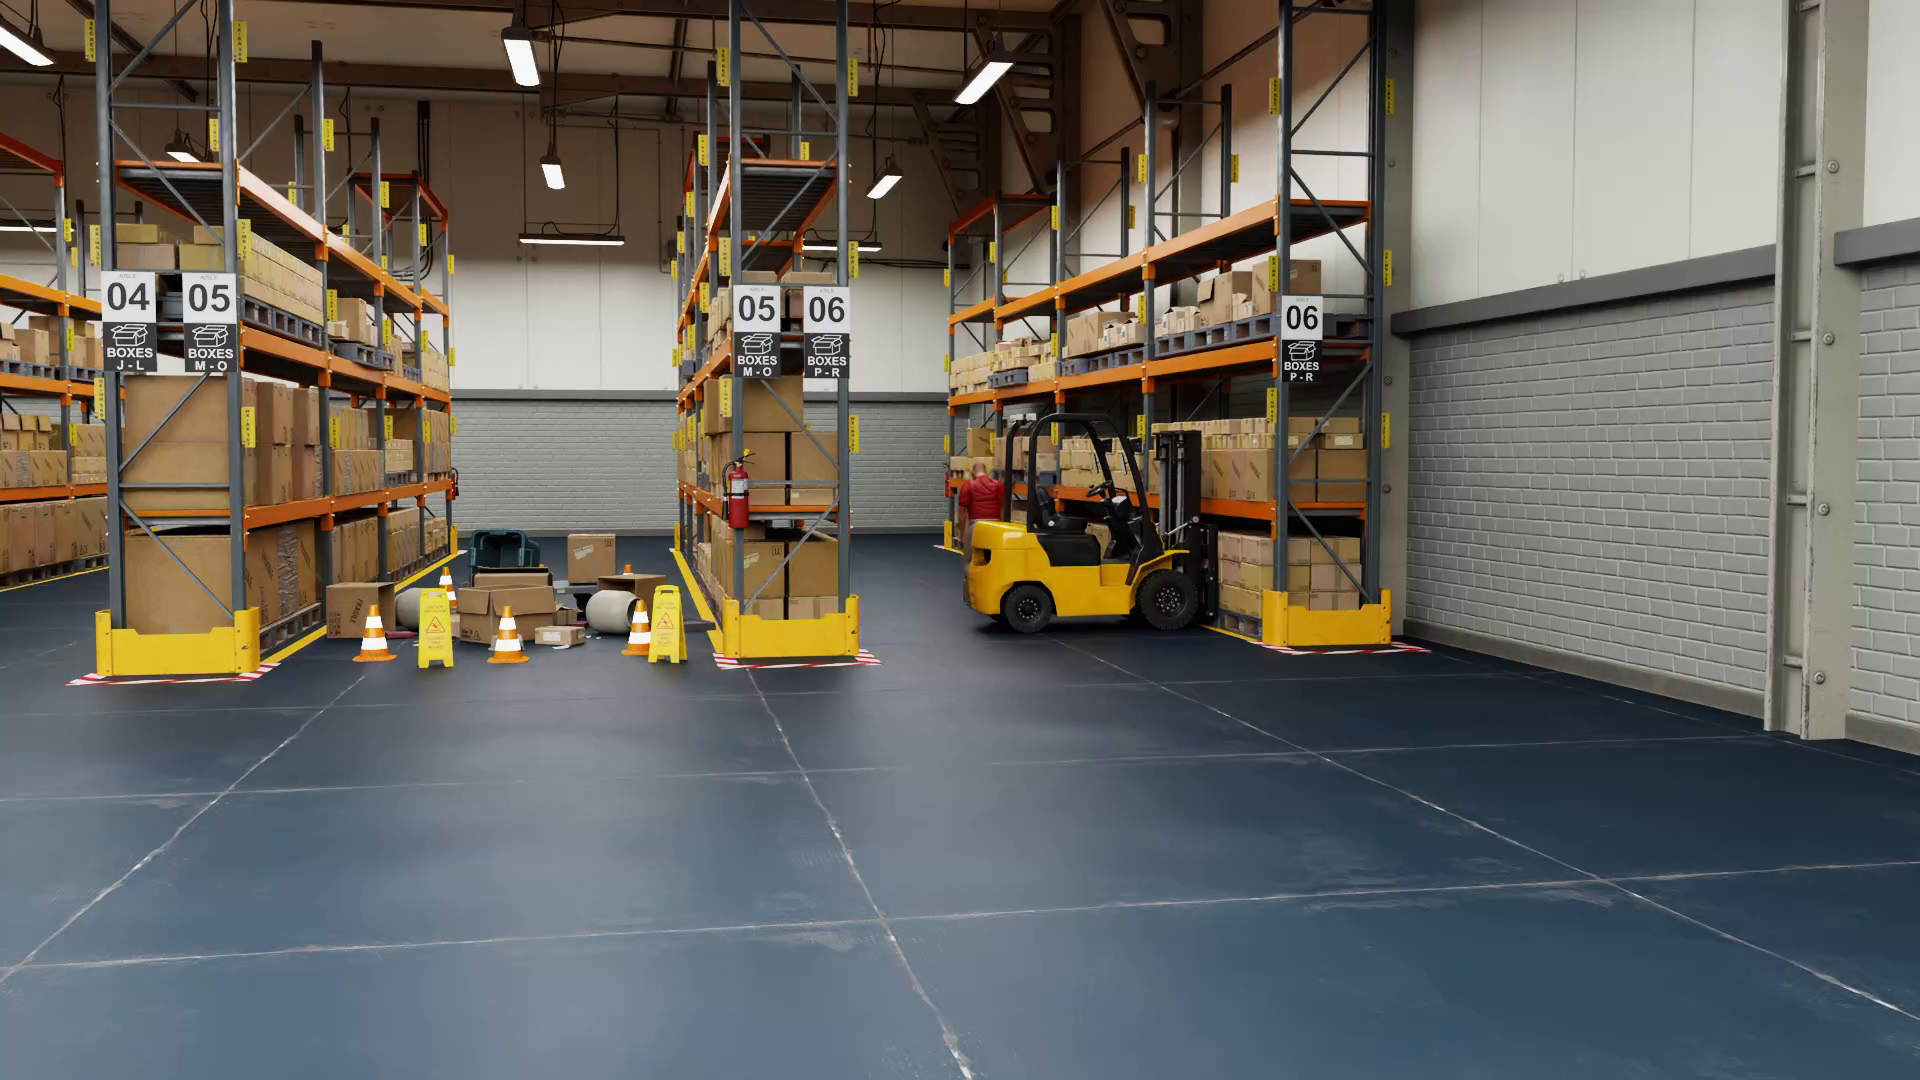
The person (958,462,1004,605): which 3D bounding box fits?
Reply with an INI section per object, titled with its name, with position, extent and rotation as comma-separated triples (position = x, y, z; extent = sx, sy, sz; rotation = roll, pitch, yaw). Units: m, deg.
[person]
position = 0.250, -0.067, 19.272
extent = 0.561, 1.667, 0.441
rotation = -1, 3, -10
